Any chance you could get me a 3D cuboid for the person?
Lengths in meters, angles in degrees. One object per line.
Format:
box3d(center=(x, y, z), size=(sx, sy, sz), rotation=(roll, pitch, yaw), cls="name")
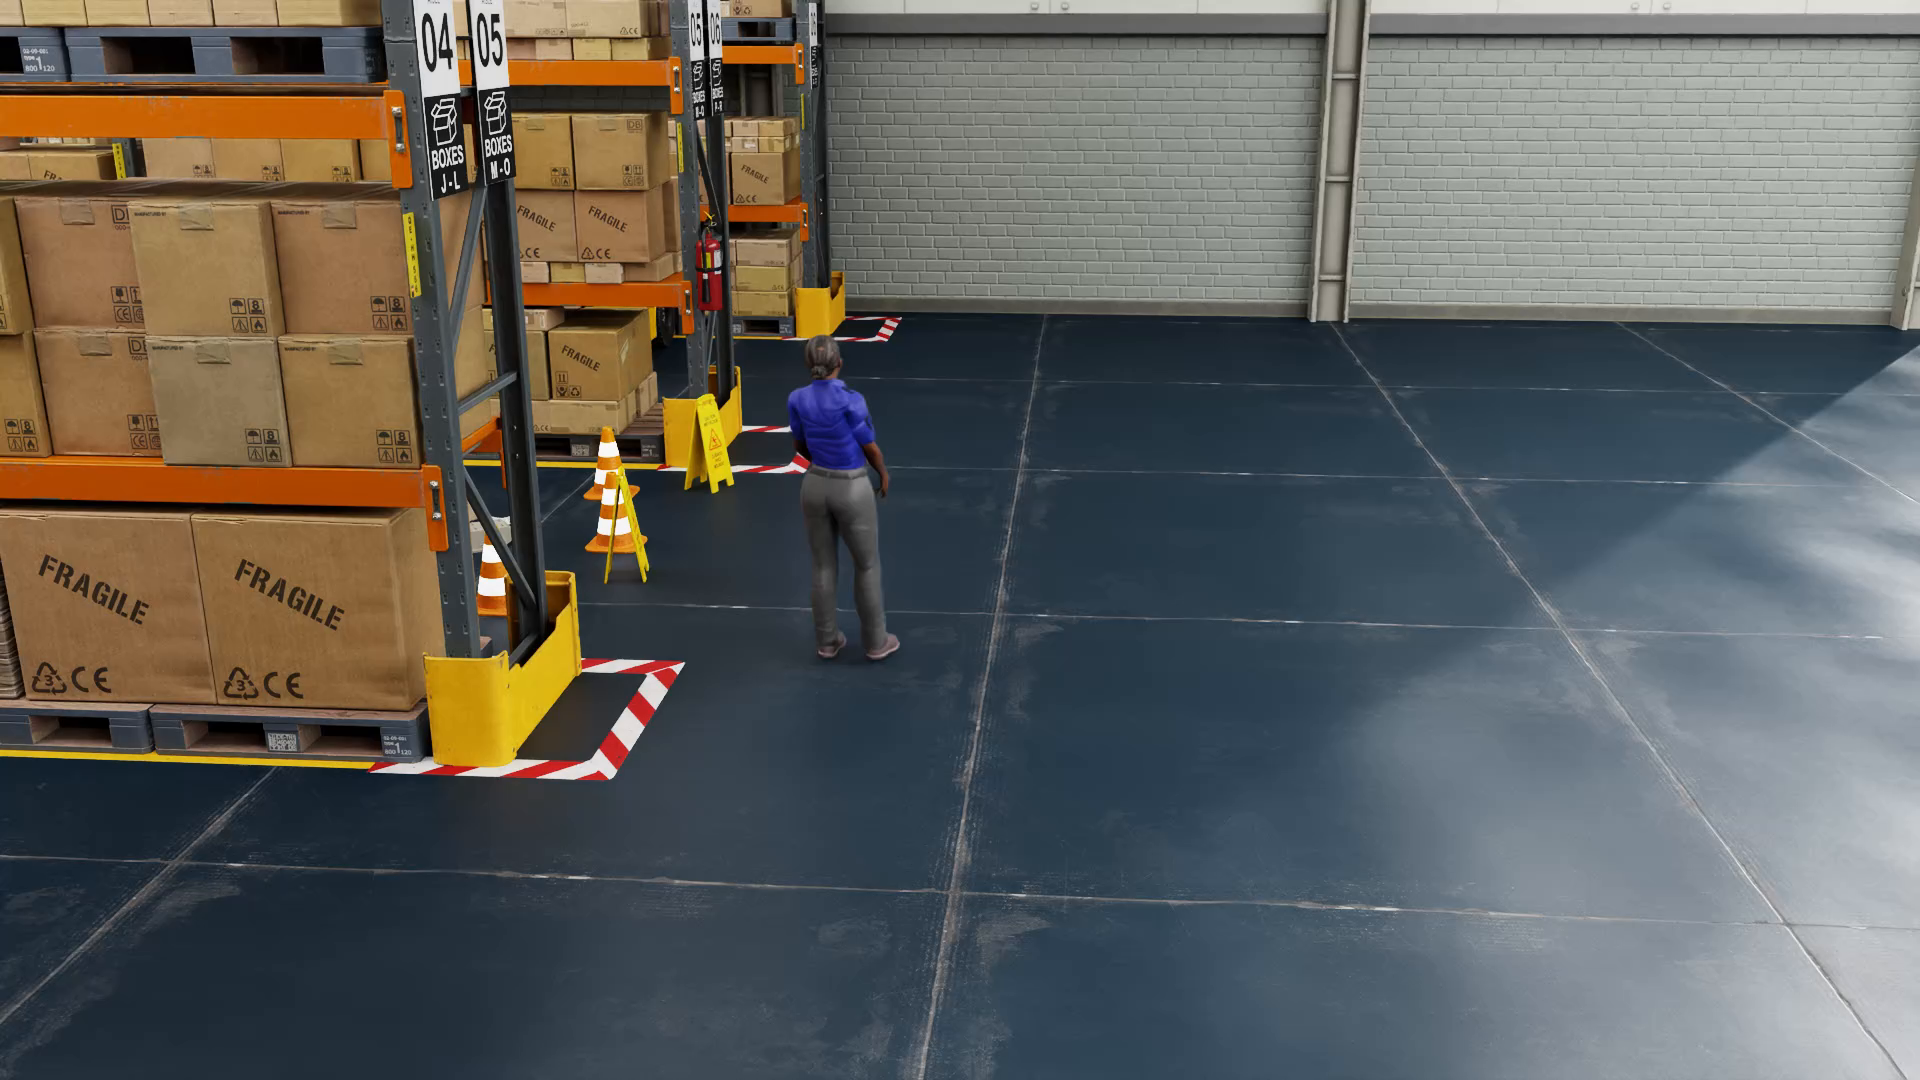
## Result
box3d(center=(-0.582, -0.218, 8.237), size=(0.475, 1.657, 0.475), rotation=(8, 19, 24), cls="person")
